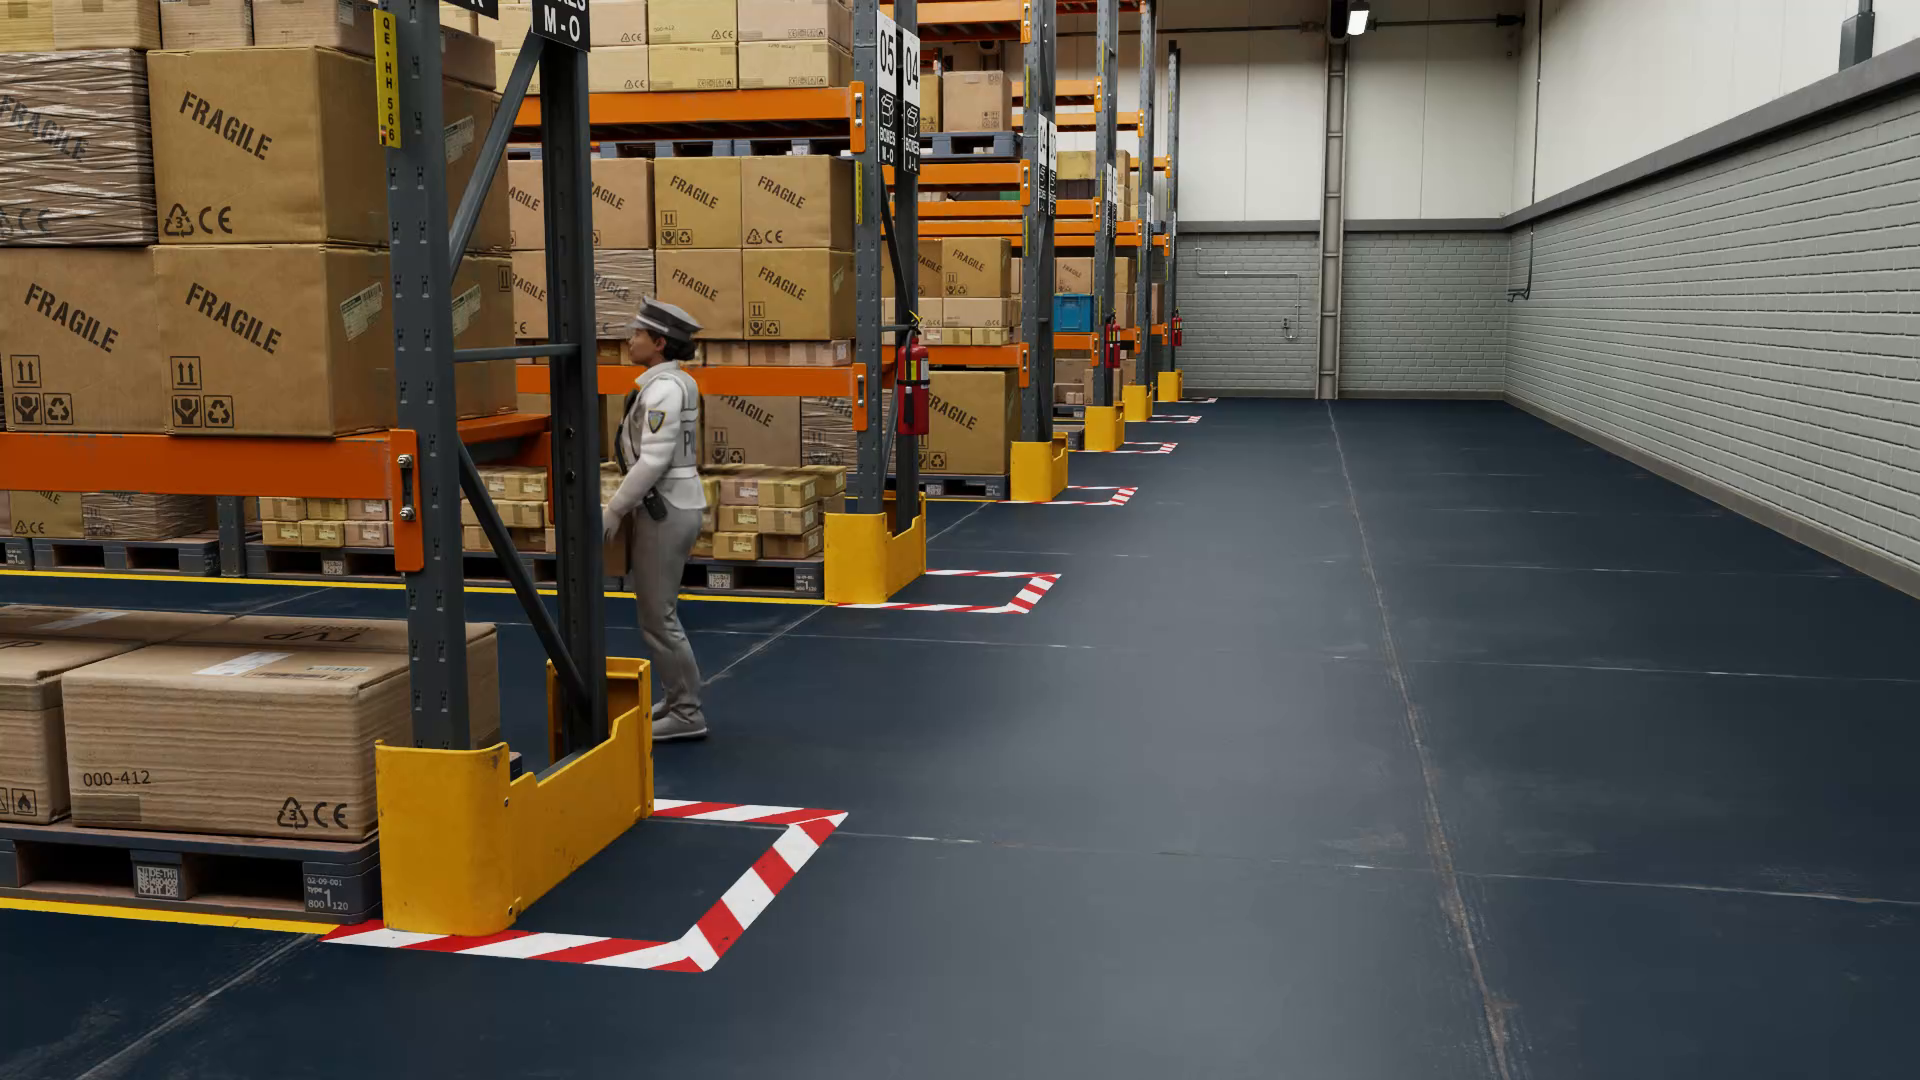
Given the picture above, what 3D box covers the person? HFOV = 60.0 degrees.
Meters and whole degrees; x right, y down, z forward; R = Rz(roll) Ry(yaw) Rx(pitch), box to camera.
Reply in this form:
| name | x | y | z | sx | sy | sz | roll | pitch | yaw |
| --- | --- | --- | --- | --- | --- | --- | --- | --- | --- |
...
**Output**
| name | x | y | z | sx | sy | sz | roll | pitch | yaw |
| --- | --- | --- | --- | --- | --- | --- | --- | --- | --- |
| person | -1.163 | -0.078 | 6.302 | 0.408 | 1.690 | 0.563 | 0 | 8 | -2 |
